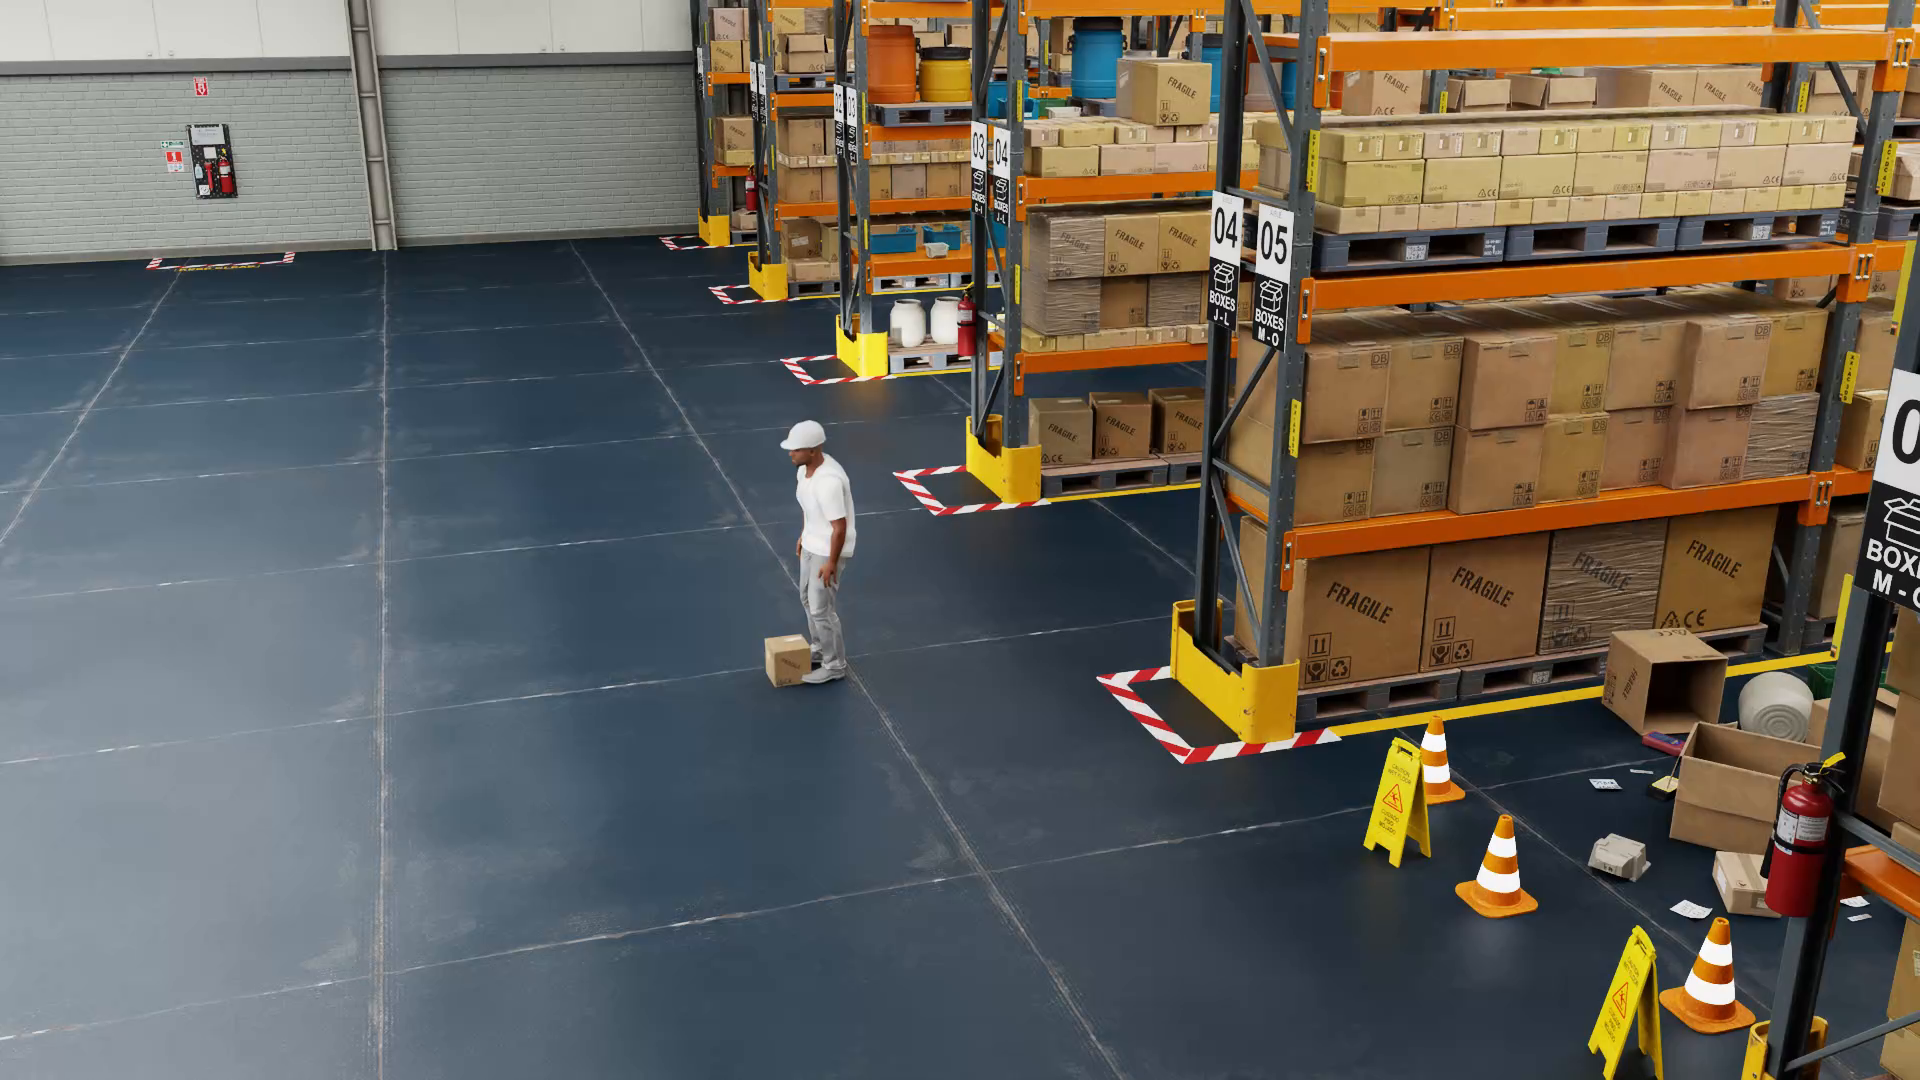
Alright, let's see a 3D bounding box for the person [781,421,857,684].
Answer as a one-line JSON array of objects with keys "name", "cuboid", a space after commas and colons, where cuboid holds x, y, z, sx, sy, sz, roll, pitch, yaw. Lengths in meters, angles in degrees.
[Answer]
[{"name": "person", "cuboid": [-0.925, 0.066, 10.857, 0.462, 1.755, 0.632, -7, 20, -21]}]
